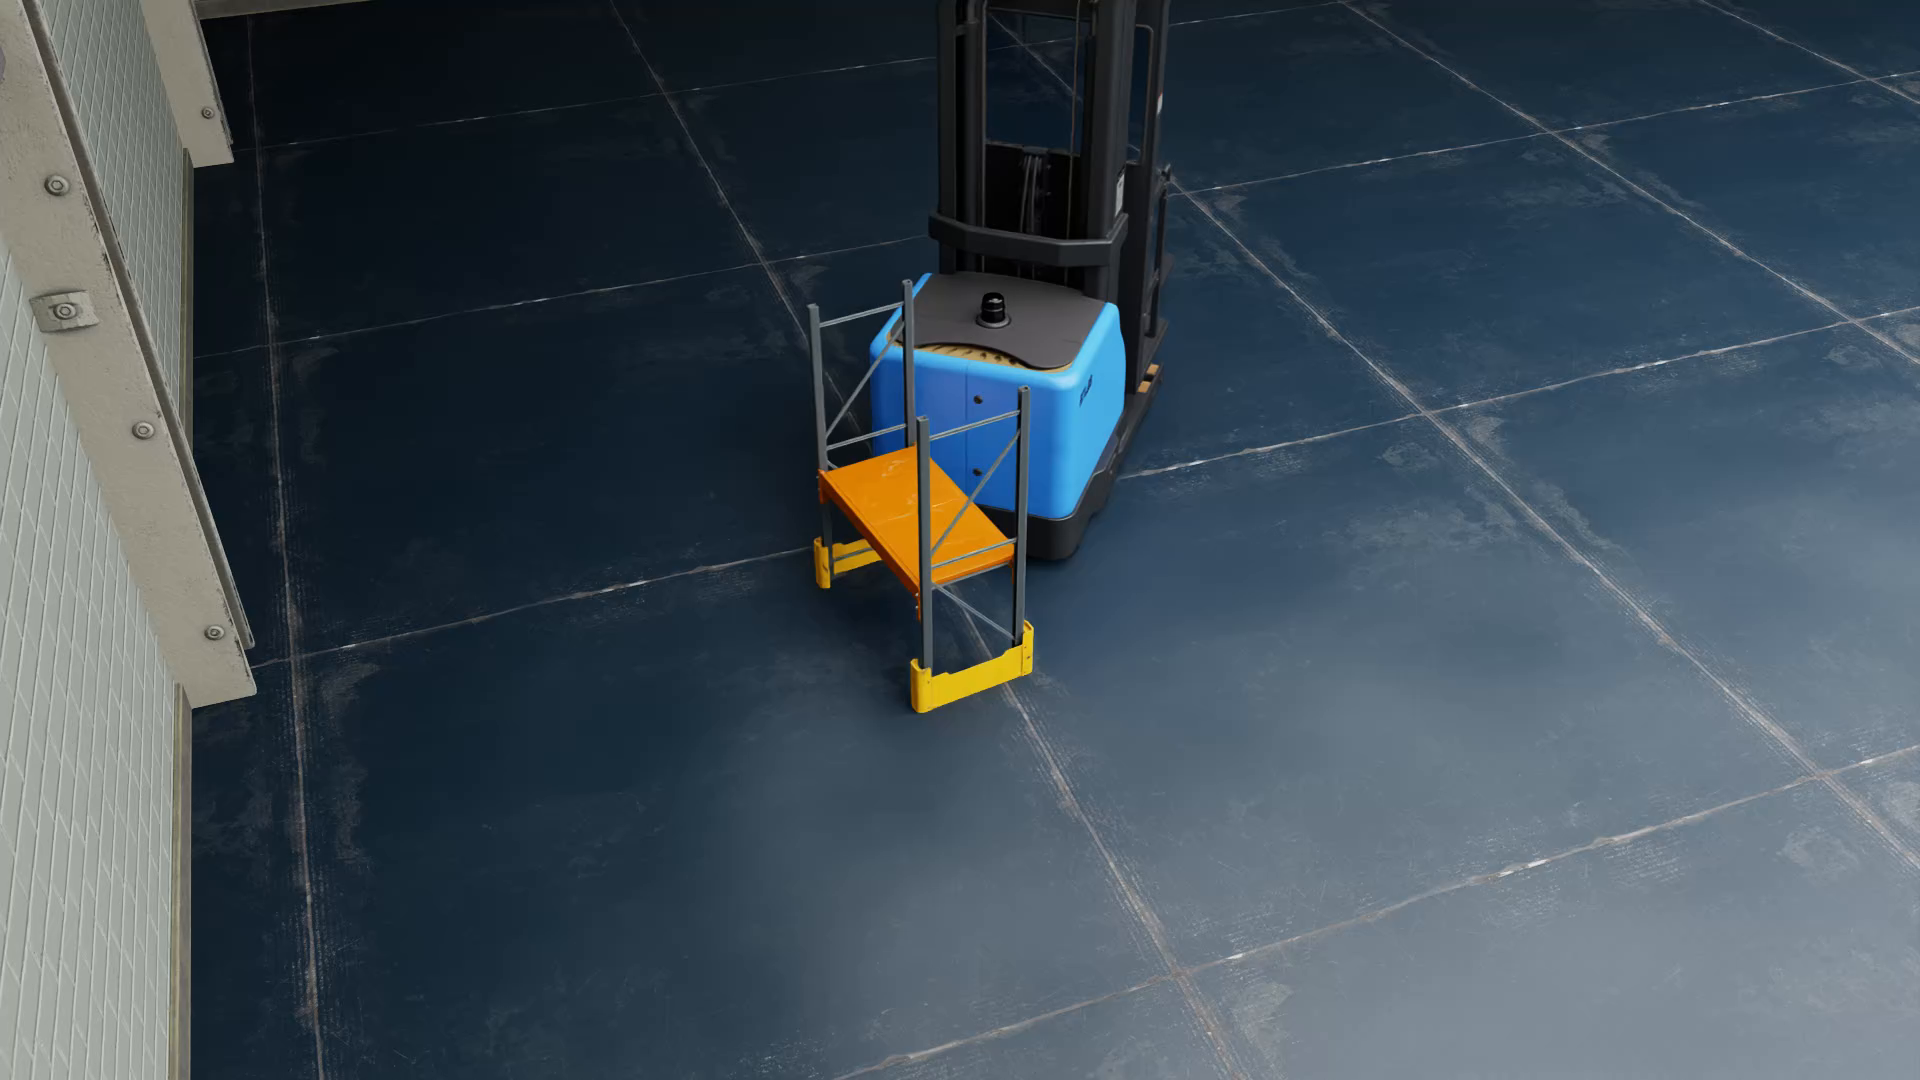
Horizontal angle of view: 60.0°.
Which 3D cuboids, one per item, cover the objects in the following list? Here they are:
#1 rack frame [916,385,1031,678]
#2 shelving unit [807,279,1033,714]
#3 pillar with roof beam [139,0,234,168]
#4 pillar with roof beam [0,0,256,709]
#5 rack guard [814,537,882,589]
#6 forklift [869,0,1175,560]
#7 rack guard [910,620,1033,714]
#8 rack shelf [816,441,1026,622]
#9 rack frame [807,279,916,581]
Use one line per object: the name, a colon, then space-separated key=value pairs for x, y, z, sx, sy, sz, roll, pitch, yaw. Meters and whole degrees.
rack frame: x=0.056 y=0.062 z=6.982 sx=0.500 sy=1.500 sz=0.032 roll=-18 pitch=41 yaw=-23
shelving unit: x=-0.185 y=-0.202 z=7.332 sx=0.587 sy=1.500 sz=1.083 roll=-18 pitch=41 yaw=-23
pillar with roof beam: x=-1.367 y=-7.269 z=10.481 sx=9.100 sy=9.000 sz=0.400 roll=-12 pitch=39 yaw=-16
pillar with roof beam: x=0.698 y=-3.880 z=5.981 sx=9.100 sy=9.000 sz=0.400 roll=-12 pitch=39 yaw=-16
rack guard: x=-0.425 y=0.035 z=8.056 sx=0.587 sy=0.250 sz=0.087 roll=-18 pitch=41 yaw=-23
forklift: x=0.518 y=-1.963 z=8.480 sx=1.130 sy=2.935 sz=3.031 roll=12 pitch=39 yaw=15
rack guard: x=0.055 y=0.560 z=7.359 sx=0.587 sy=0.250 sz=0.087 roll=-18 pitch=41 yaw=-23
rack shelf: x=-0.189 y=-0.063 z=7.446 sx=0.538 sy=0.185 sz=1.000 roll=-18 pitch=41 yaw=-23
rack frame: x=-0.434 y=-0.475 z=7.694 sx=0.500 sy=1.500 sz=0.032 roll=-18 pitch=41 yaw=-23
